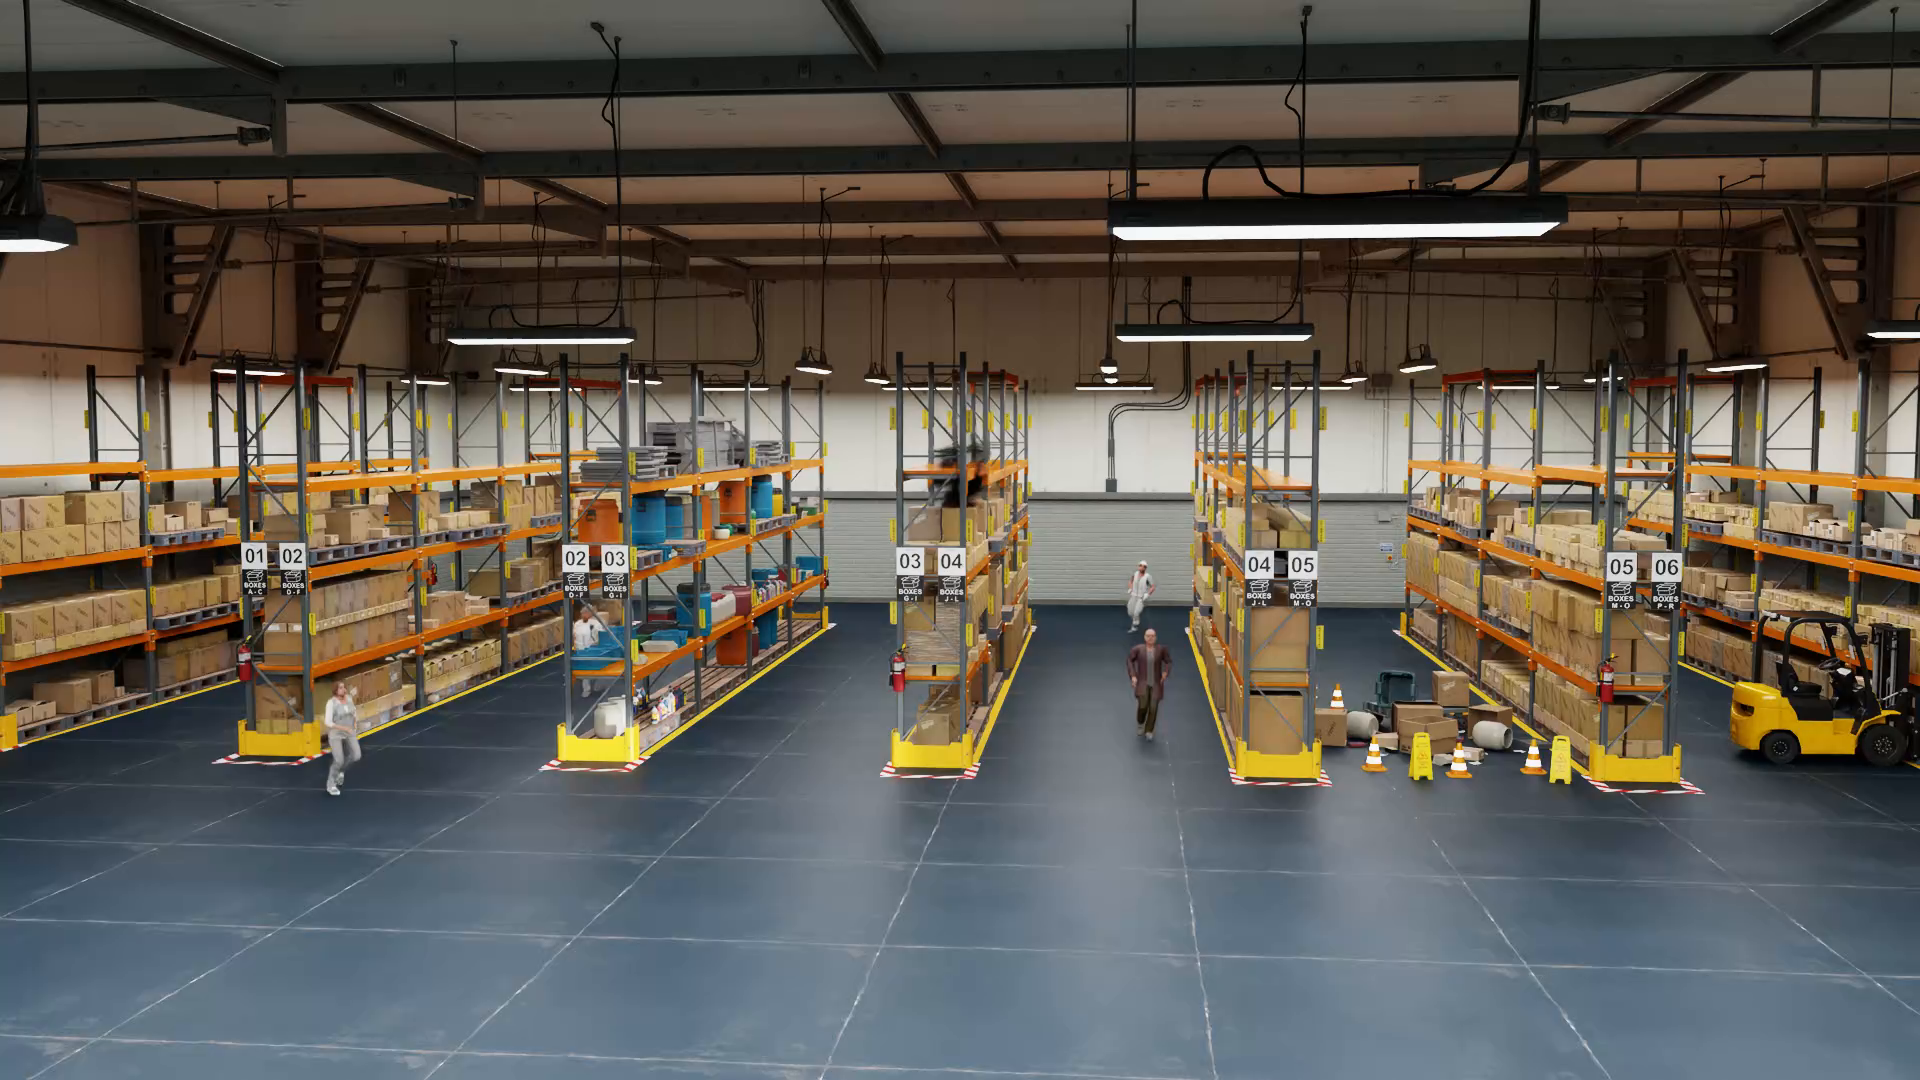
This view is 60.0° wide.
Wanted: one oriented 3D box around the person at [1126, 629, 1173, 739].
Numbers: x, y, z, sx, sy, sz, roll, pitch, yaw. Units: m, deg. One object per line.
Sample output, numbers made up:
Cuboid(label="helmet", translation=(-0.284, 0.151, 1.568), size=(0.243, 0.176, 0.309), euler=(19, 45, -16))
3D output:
Cuboid(label="person", translation=(2.997, 2.272, 26.174), size=(0.722, 1.746, 0.628), euler=(0, 4, 0))

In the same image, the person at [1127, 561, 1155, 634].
Cuboid(label="person", translation=(4.283, 1.350, 39.308), size=(0.708, 1.721, 0.568), euler=(2, 5, 28))

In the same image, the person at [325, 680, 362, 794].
Cuboid(label="person", translation=(-8.259, 2.643, 22.302), size=(0.643, 1.556, 0.566), euler=(3, 5, 37))

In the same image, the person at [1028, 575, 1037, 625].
Cuboid(label="person", translation=(1.479, 1.217, 41.006), size=(0.968, 1.724, 0.674), euler=(2, 4, 24))

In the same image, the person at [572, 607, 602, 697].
Cuboid(label="person", translation=(-6.839, 2.033, 30.454), size=(0.613, 1.639, 0.551), euler=(0, 4, 3))
